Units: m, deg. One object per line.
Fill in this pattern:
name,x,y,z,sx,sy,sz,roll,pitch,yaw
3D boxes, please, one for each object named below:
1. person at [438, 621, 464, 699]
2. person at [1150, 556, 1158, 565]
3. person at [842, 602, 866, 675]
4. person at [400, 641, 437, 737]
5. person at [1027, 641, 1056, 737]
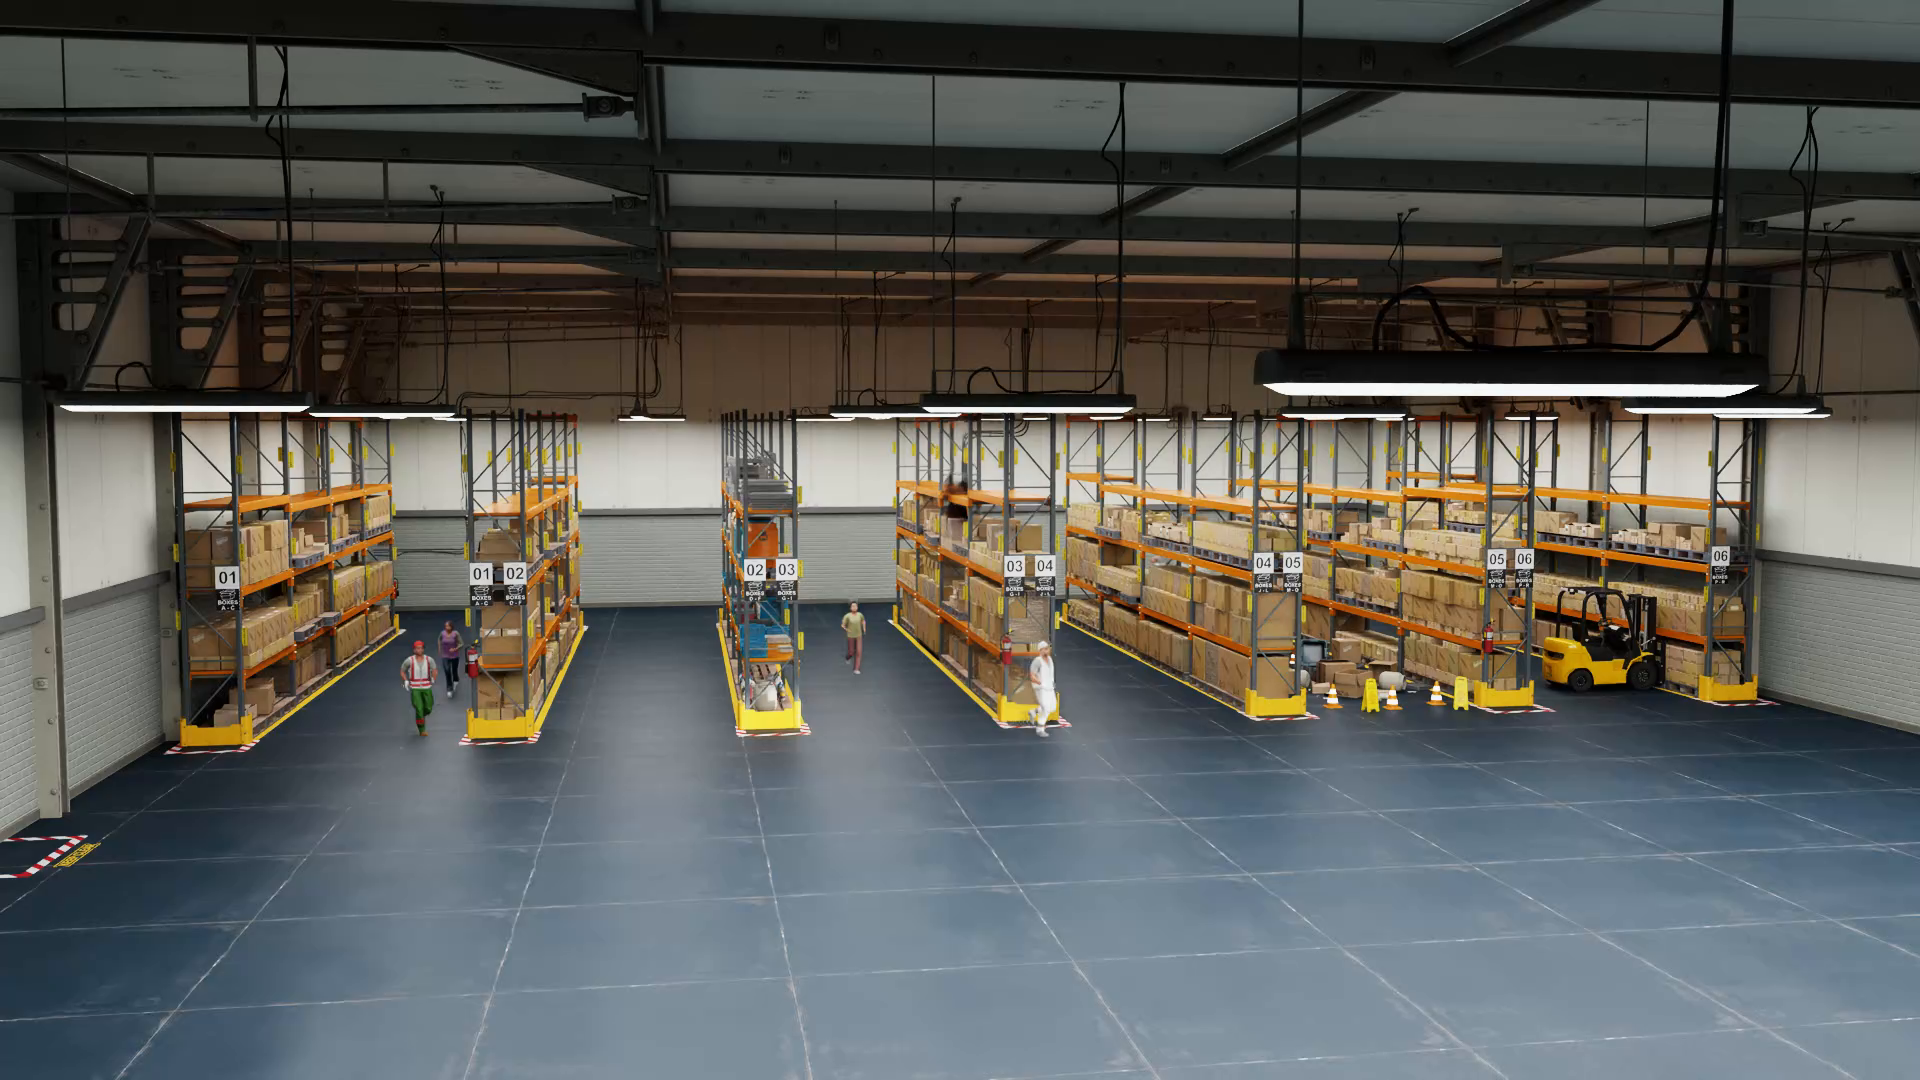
person,-10.726,2.483,35.043,0.557,1.597,0.929,0,4,-5
person,5.867,1.342,50.382,0.674,1.732,0.747,0,4,-2
person,-2.406,2.235,38.040,0.593,1.615,0.894,-1,4,-19
person,-9.931,2.718,30.556,0.651,1.747,0.692,-2,5,-29
person,1.504,2.725,30.554,0.673,1.749,0.687,3,5,39
